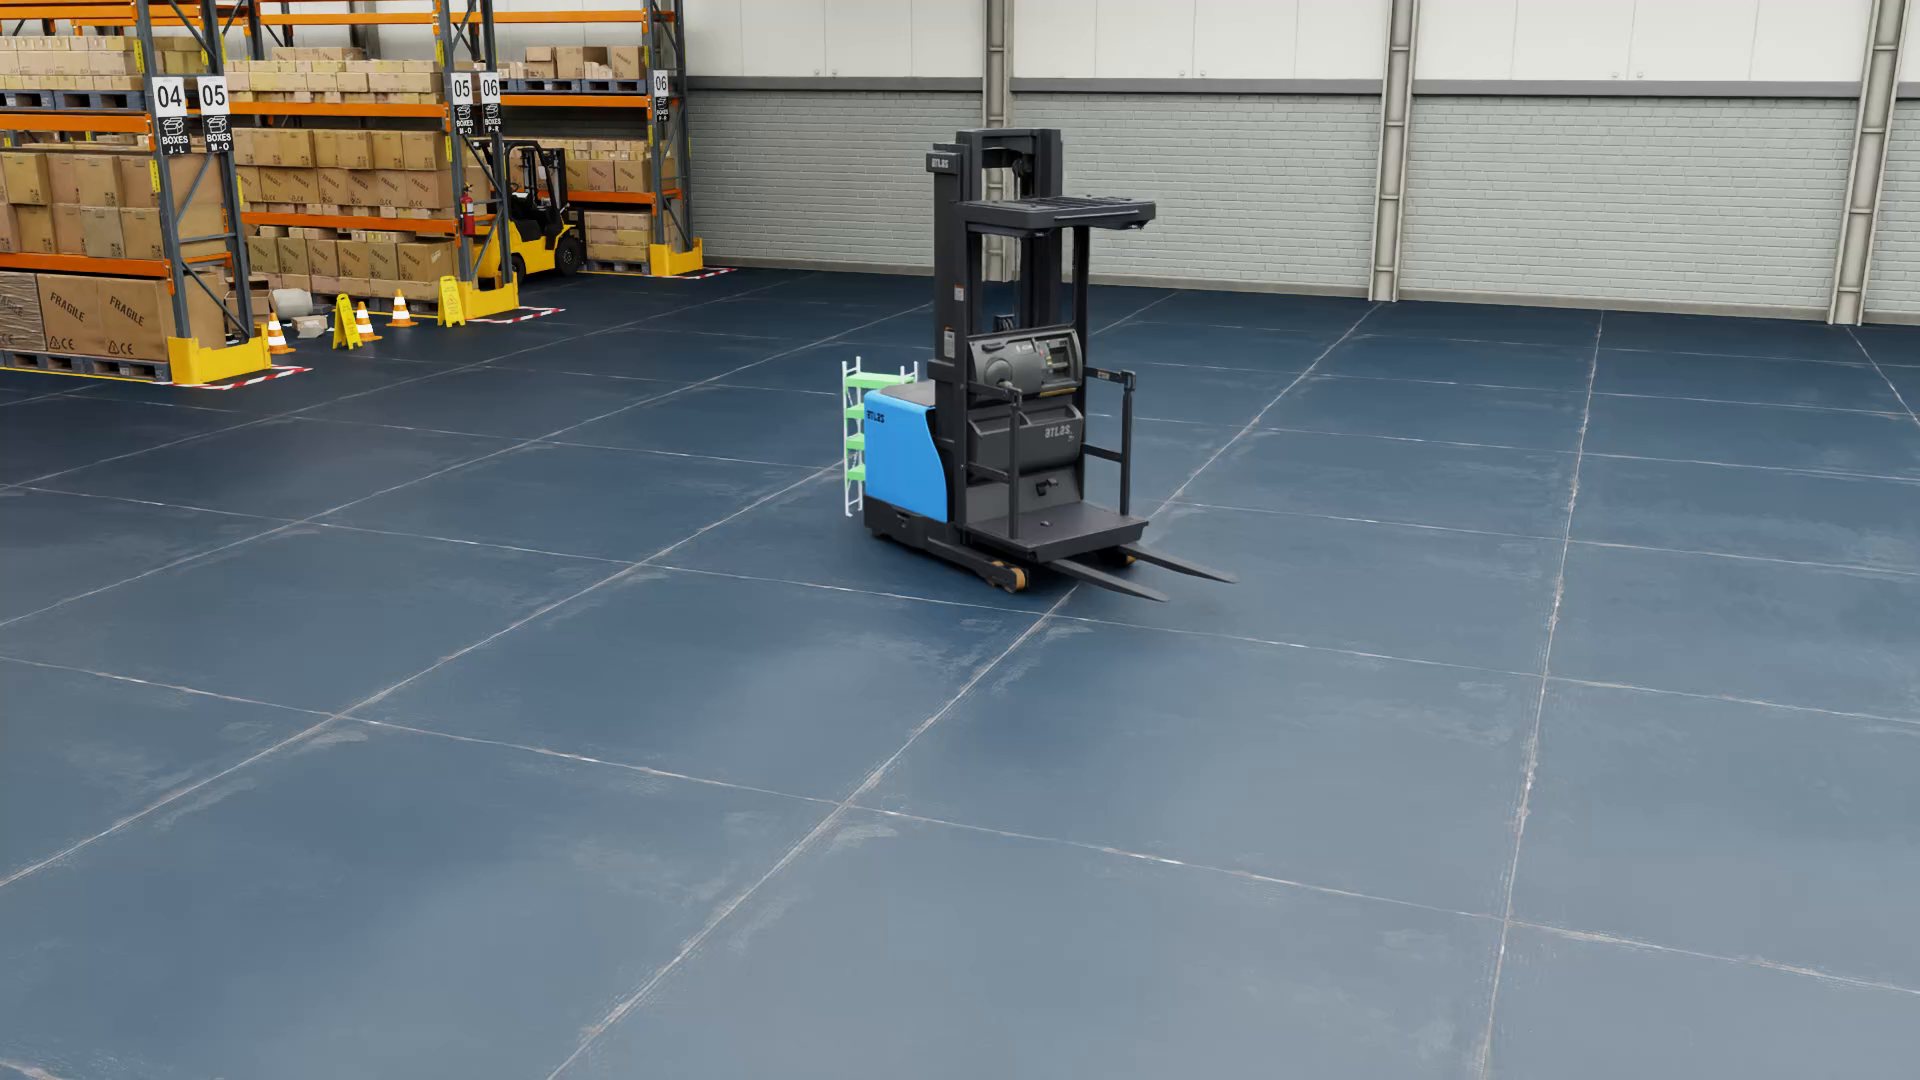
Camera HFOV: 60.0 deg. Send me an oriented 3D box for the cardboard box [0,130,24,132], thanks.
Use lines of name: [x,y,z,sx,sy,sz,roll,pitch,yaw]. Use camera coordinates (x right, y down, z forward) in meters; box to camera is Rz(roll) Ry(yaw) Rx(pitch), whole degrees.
cardboard box: [-14.773,-6.083,25.775,0.500,0.500,0.500,6,17,21]

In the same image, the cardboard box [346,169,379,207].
cardboard box: [-8.031,-4.854,22.801,0.500,0.500,0.500,6,17,20]

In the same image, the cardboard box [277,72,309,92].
cardboard box: [-8.964,-6.274,22.761,0.500,0.250,0.500,6,17,21]

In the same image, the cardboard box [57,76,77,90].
cardboard box: [-9.361,-4.874,17.721,0.250,0.149,0.380,6,17,21]

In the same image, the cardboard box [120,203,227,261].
cardboard box: [-8.581,-3.379,18.163,0.550,0.550,0.875,6,17,21]

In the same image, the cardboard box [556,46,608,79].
cardboard box: [-6.096,-7.713,26.871,0.500,0.500,0.700,6,17,21]

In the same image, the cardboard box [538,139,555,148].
cardboard box: [-6.746,-6.532,27.418,0.250,0.149,0.380,6,17,21]

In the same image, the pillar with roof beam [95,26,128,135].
pillar with roof beam: [-17.739,-9.159,27.584,0.400,9.000,9.100,6,17,21]

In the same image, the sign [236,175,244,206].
sign: [-8.010,-3.878,18.455,0.005,0.325,0.100,6,17,21]

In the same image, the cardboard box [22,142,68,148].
cardboard box: [-13.605,-5.680,24.891,0.500,0.500,0.500,6,17,19]

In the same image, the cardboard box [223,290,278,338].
cardboard box: [-9.060,-2.899,21.257,0.637,0.503,0.797,-5,17,-18]

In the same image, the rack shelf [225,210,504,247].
rack shelf: [-8.357,-4.434,23.356,4.000,0.370,1.077,6,17,21]

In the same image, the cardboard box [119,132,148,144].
cardboard box: [-12.313,-6.003,24.841,0.250,0.149,0.380,5,17,18]

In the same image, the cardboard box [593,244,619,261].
cardboard box: [-5.691,-4.763,27.379,0.500,0.250,0.500,6,17,21]

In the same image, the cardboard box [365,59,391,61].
cardboard box: [-9.877,-8.008,28.226,0.500,0.311,0.500,6,17,19]

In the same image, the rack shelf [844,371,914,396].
rack shelf: [-0.602,-1.164,12.537,0.480,0.148,0.258,7,18,24]

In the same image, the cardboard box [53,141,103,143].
cardboard box: [-13.414,-5.811,25.344,0.500,0.500,0.500,6,17,19]

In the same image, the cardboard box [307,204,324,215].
cardboard box: [-8.856,-4.614,23.139,0.250,0.149,0.380,6,17,21]

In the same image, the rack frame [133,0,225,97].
rack frame: [-8.219,-6.162,17.257,0.127,3.000,1.000,6,17,21]

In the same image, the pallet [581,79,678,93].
pallet: [-5.327,-7.340,26.853,1.213,0.211,1.003,6,17,21]

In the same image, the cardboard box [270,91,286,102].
cardboard box: [-9.305,-6.134,22.994,0.250,0.149,0.380,7,18,22]

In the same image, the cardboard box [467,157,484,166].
cardboard box: [-8.083,-6.206,27.993,0.500,0.500,0.500,6,17,19]

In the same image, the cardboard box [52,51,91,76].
cardboard box: [-9.242,-5.071,17.682,0.500,0.250,0.500,6,17,21]

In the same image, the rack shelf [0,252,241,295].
rack shelf: [-10.079,-3.140,18.899,4.000,0.370,1.077,6,17,21]

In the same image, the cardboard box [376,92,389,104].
cardboard box: [-7.621,-5.955,22.375,0.250,0.149,0.380,6,17,21]

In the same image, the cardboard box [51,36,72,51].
cardboard box: [-9.368,-5.258,17.612,0.250,0.149,0.380,7,17,22]

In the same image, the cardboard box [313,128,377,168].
cardboard box: [-8.445,-5.408,22.914,0.500,0.500,0.700,6,17,20]

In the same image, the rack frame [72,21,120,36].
rack frame: [-15.842,-9.971,30.379,0.127,3.000,1.000,6,17,21]

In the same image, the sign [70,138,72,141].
sign: [-13.748,-6.053,25.708,0.005,0.325,0.100,6,17,21]

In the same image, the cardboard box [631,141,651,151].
cardboard box: [-5.089,-6.347,26.779,0.250,0.149,0.380,6,17,21]

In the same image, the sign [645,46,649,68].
sign: [-4.891,-7.551,25.977,0.005,0.325,0.100,6,17,21]

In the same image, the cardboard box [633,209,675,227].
cardboard box: [-5.057,-5.322,27.511,0.500,0.250,0.500,6,17,20]

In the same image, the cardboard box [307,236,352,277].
cardboard box: [-8.784,-3.990,23.370,0.500,0.500,0.500,7,18,24]

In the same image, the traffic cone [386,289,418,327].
traffic cone: [-7.370,-3.066,21.904,0.334,0.463,0.336,6,17,21]

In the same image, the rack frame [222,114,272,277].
rack frame: [-10.218,-4.984,23.961,0.127,3.000,1.000,6,17,21]

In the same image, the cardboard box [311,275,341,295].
cardboard box: [-8.773,-3.629,23.474,0.500,0.250,0.500,6,17,20]

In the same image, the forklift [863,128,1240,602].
forklift: [0.582,-1.214,11.098,1.130,2.935,3.031,-12,20,-36]

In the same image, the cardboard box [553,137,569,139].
cardboard box: [-6.588,-6.646,27.811,0.250,0.149,0.380,7,18,22]

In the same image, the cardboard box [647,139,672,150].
cardboard box: [-4.913,-6.455,27.150,0.250,0.149,0.380,6,17,20]

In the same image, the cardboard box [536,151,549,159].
cardboard box: [-6.769,-6.367,27.382,0.250,0.149,0.380,6,17,19]

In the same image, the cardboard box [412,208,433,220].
cardboard box: [-7.199,-4.434,22.517,0.250,0.149,0.380,6,17,20]

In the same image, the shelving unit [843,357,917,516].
shelving unit: [-0.602,-0.764,12.653,0.503,1.200,0.258,7,18,24]

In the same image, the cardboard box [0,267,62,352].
cardboard box: [-10.541,-2.697,19.142,0.875,0.875,0.875,6,17,21]

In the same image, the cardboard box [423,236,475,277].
cardboard box: [-7.168,-3.973,23.311,0.500,0.500,0.500,6,17,19]

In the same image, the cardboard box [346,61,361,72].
cardboard box: [-8.065,-6.393,22.455,0.250,0.149,0.380,6,17,19]

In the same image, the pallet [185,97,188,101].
pallet: [-10.753,-6.425,23.881,1.003,0.211,1.213,6,17,21]

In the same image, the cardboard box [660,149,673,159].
cardboard box: [-4.899,-6.324,27.234,0.250,0.149,0.380,6,17,19]

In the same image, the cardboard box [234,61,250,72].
cardboard box: [-9.792,-6.551,22.998,0.250,0.149,0.380,7,18,22]

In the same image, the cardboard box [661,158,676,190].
cardboard box: [-5.038,-6.033,27.396,0.500,0.500,0.500,7,18,22]

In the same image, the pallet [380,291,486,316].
pallet: [-7.310,-3.336,23.285,1.213,0.211,1.003,6,17,21]
